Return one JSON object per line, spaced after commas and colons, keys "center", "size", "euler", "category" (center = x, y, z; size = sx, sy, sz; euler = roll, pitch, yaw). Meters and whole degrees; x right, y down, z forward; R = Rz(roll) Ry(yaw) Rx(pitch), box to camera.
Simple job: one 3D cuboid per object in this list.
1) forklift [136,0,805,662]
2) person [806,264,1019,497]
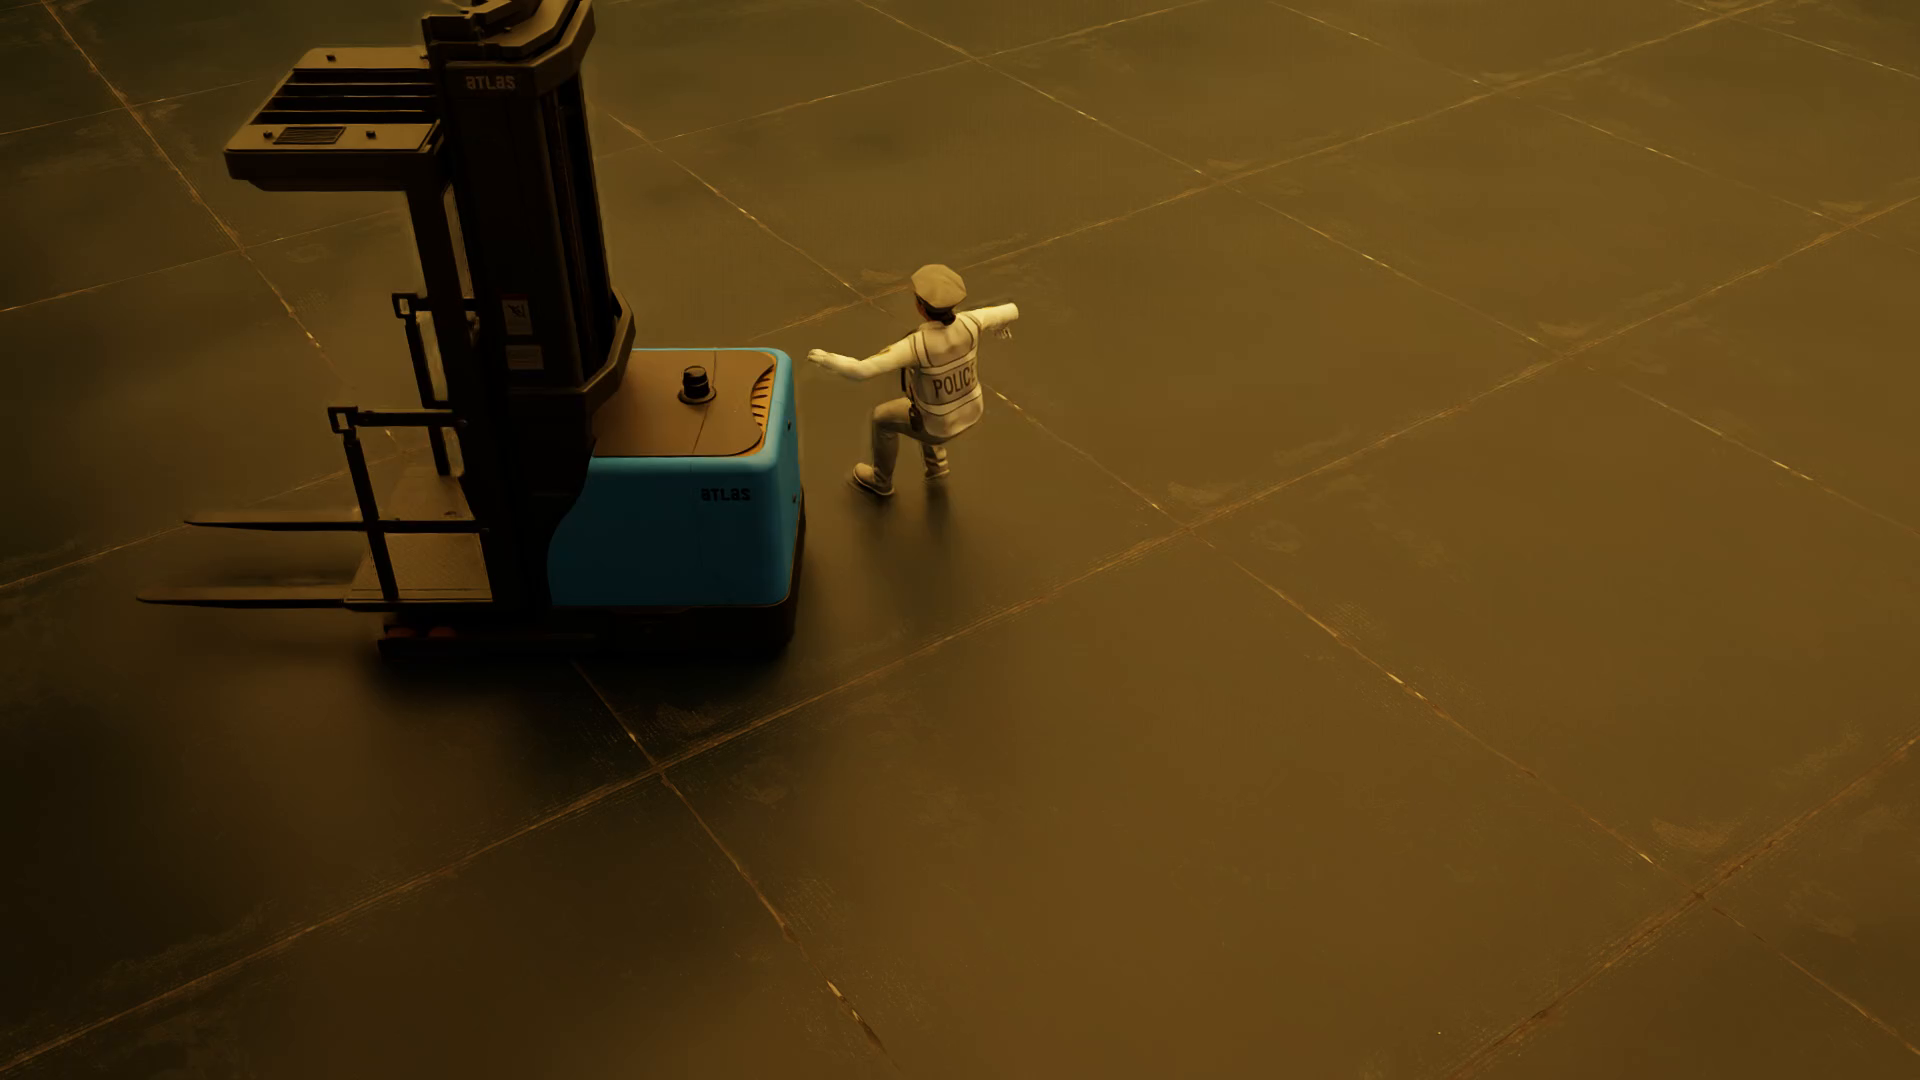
{"center": [-2.292, -0.933, 7.206], "size": [3.031, 2.935, 1.130], "euler": [0, 36, 0], "category": "forklift"}
{"center": [-0.217, -0.799, 8.254], "size": [1.013, 1.458, 0.808], "euler": [-28, 45, -32], "category": "person"}
